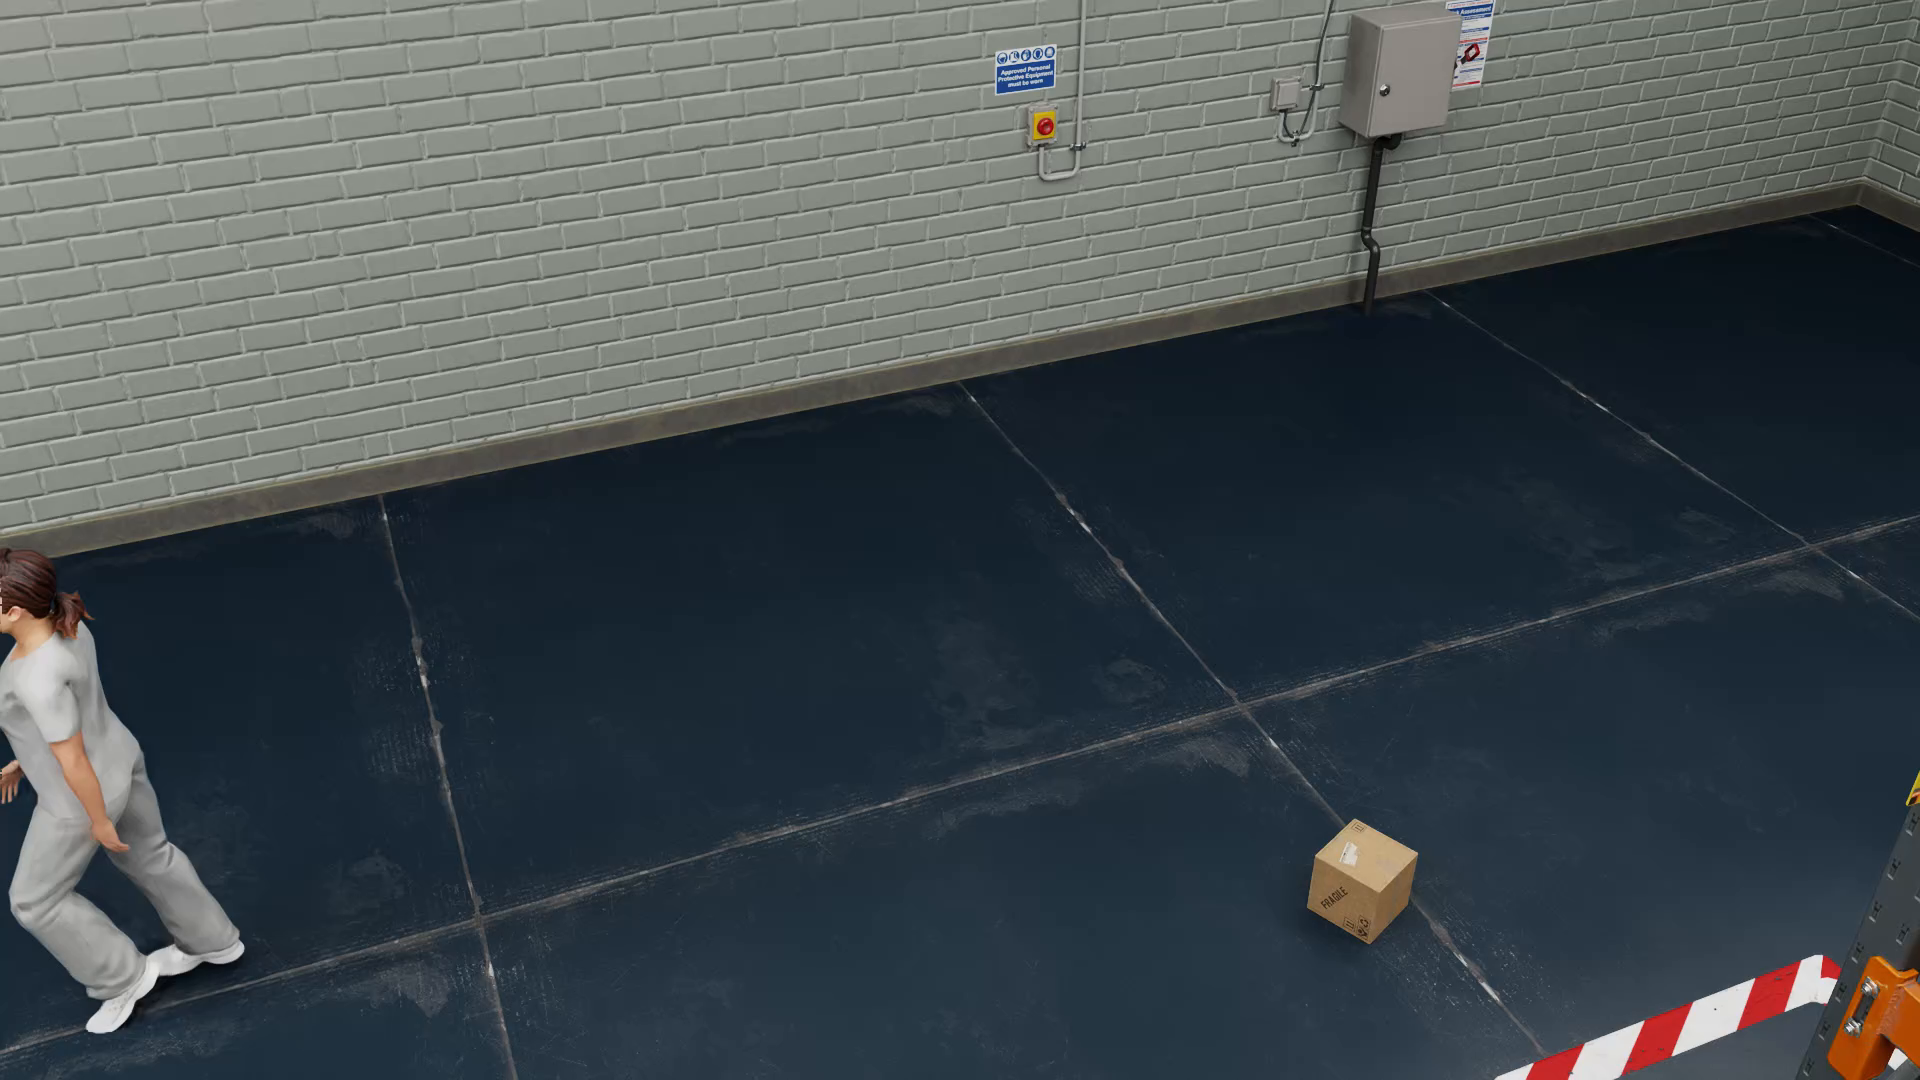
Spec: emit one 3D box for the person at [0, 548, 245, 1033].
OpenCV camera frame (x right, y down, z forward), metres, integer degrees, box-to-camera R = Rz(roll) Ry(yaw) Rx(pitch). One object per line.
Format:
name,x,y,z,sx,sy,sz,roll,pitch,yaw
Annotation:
person,-2.628,0.765,5.005,0.544,1.712,0.447,-7,34,-11
